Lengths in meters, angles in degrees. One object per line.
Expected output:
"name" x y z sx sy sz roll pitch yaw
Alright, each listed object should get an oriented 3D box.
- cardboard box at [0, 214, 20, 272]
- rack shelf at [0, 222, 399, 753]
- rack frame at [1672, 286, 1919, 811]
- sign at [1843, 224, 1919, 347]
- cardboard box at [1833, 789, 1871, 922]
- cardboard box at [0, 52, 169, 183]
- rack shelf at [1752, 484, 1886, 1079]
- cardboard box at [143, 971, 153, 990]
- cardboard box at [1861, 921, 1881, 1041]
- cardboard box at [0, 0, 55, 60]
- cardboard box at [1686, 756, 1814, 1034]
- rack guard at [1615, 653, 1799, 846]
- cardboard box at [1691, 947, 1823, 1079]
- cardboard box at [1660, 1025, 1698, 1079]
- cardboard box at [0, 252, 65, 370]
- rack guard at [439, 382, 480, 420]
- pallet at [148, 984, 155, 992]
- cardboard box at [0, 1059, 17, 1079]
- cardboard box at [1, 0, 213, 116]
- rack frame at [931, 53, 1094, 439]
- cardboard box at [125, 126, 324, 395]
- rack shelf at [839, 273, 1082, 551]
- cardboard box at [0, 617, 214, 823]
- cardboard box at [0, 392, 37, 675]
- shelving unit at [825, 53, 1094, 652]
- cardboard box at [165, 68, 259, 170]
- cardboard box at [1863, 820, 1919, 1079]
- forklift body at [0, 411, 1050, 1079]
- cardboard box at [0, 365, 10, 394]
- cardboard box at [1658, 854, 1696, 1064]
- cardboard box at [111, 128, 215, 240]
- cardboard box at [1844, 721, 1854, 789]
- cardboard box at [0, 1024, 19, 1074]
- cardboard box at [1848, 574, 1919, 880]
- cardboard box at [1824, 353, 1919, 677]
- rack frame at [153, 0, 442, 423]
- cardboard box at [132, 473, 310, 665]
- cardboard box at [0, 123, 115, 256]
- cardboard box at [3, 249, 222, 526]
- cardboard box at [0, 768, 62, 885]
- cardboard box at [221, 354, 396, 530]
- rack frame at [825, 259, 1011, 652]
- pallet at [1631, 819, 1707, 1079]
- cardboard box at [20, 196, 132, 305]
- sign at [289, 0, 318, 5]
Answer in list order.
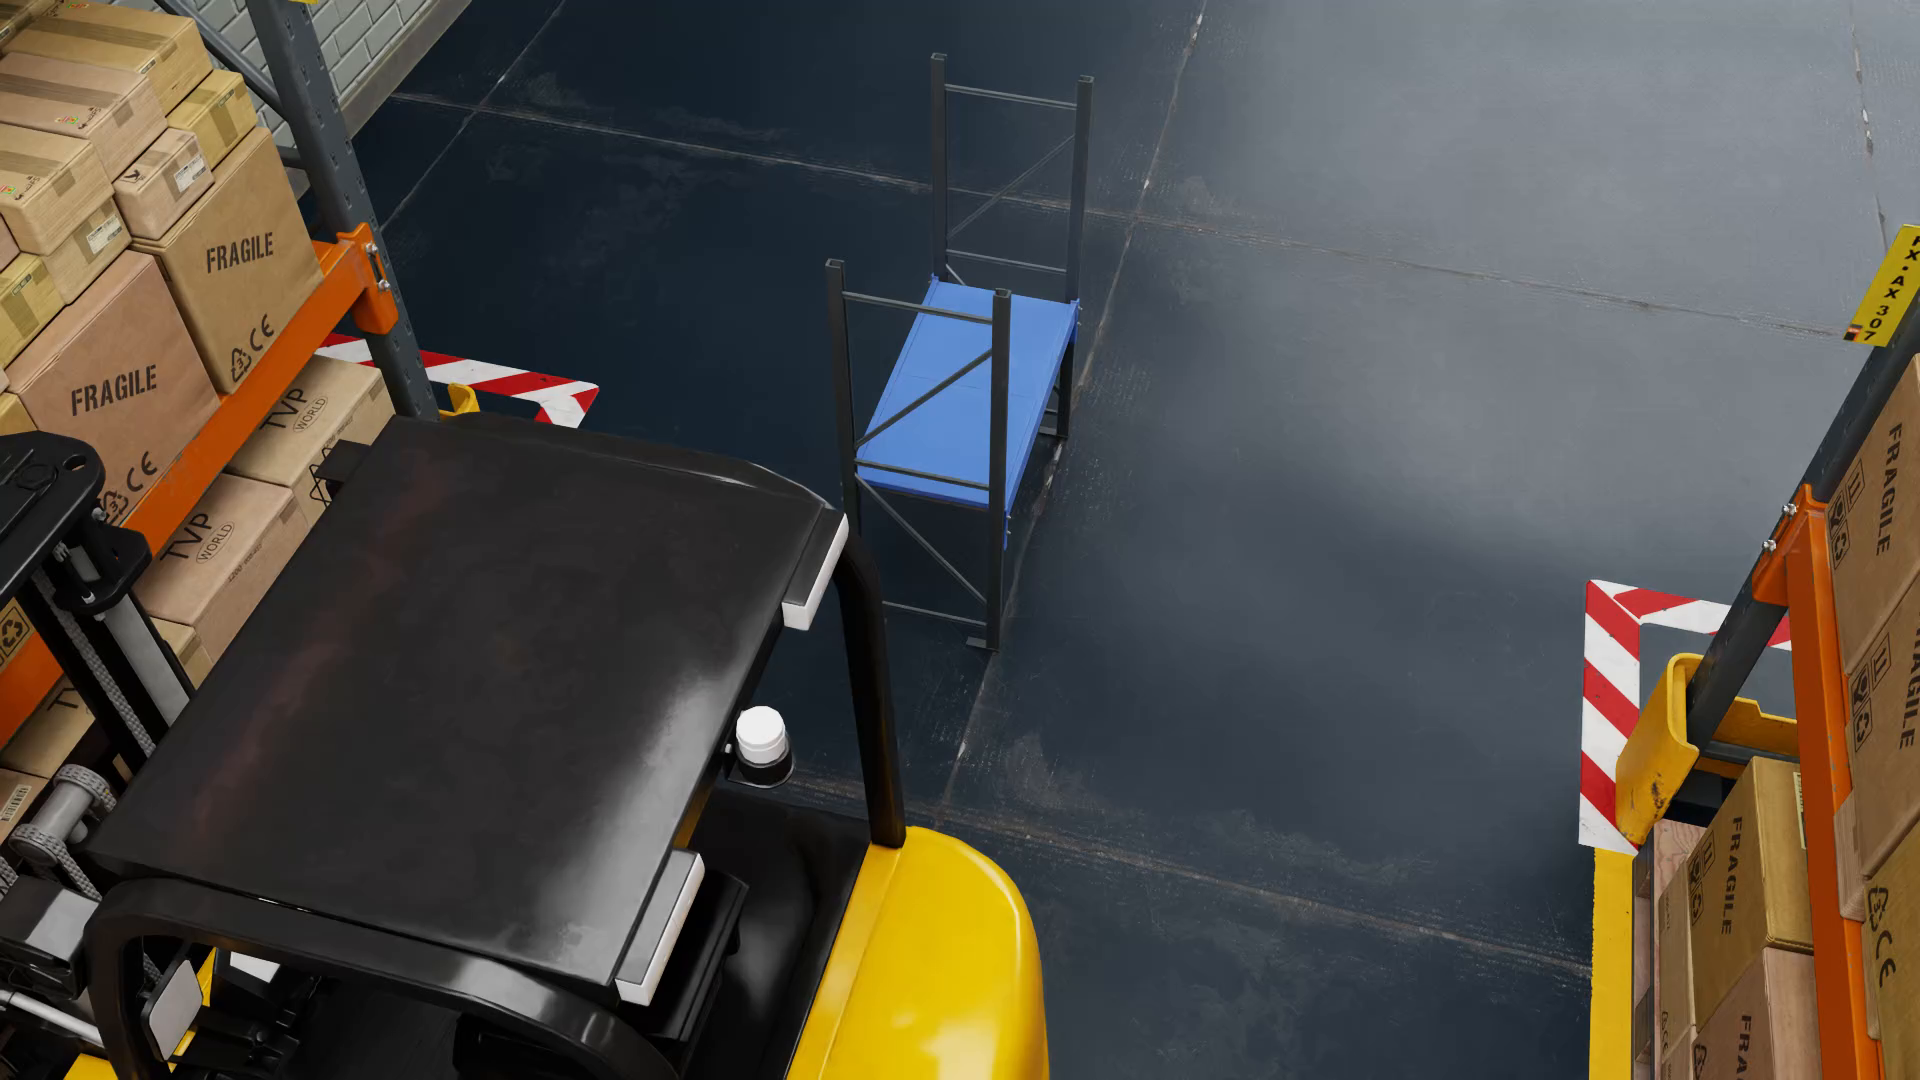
"cardboard box" -2.311 -0.640 3.617 0.380 0.149 0.250 12 50 10
"rack shelf" -2.731 0.546 3.748 1.077 0.370 4.000 12 50 10
"rack frame" 2.585 -0.162 3.893 1.000 3.000 0.127 12 50 10
"sign" 2.061 -0.556 3.662 0.100 0.325 0.005 12 50 10
"cardboard box" 1.984 0.661 3.333 0.380 0.149 0.250 12 50 11
"cardboard box" -2.131 -1.000 3.934 0.380 0.149 0.250 12 50 10
"rack shelf" 2.058 1.522 2.886 1.077 0.370 4.000 12 50 10
"cardboard box" -2.419 1.132 4.304 0.500 0.250 0.500 13 50 11
"cardboard box" 1.948 0.855 3.162 0.380 0.149 0.250 13 50 11
"cardboard box" -2.499 -1.285 4.185 0.380 0.149 0.250 11 49 9
"cardboard box" 2.100 0.907 4.003 0.500 0.500 0.500 10 49 9
"rack guard" 2.565 0.720 4.781 1.175 0.500 0.348 12 50 10
"cardboard box" 1.967 1.286 3.668 0.500 0.500 0.500 10 49 9
"cardboard box" 1.964 1.505 3.975 0.500 0.250 0.500 13 50 11
"cardboard box" -2.268 -0.537 3.724 0.380 0.149 0.250 11 50 10
"rack guard" -2.199 -0.329 5.707 1.175 0.500 0.348 12 50 10
"pallet" -2.689 1.225 4.528 1.003 0.211 1.213 12 50 10
"cardboard box" -2.558 1.345 3.783 0.500 0.250 0.500 11 50 10
"cardboard box" -2.096 -1.185 4.097 0.380 0.149 0.250 12 50 10
"rack frame" 0.156 -0.926 5.567 0.500 1.500 0.032 12 50 10
"cardboard box" -2.081 -0.764 4.357 0.500 0.500 0.500 11 49 9
"rack shelf" 0.022 -0.439 5.377 0.538 0.185 1.000 12 50 10
"cardboard box" -2.277 0.433 4.254 0.500 0.250 0.500 12 50 11
"cardboard box" -2.361 -0.020 3.701 0.500 0.500 0.500 11 49 9
"shelving unit" 0.022 -0.558 5.242 0.538 1.500 1.048 12 50 10
"cardboard box" -2.026 -1.081 4.204 0.380 0.149 0.250 12 50 11
"cardboard box" 1.926 0.738 2.833 0.500 0.500 0.500 11 49 9
"forklift body" -0.944 0.873 3.545 2.313 2.155 1.214 12 50 10
"cardboard box" -2.293 -0.335 3.546 0.380 0.149 0.250 10 49 9
"cardboard box" 2.106 1.137 4.299 0.500 0.250 0.500 11 50 10
"cardboard box" -2.064 -0.890 4.036 0.380 0.149 0.250 12 50 11
"cardboard box" 2.095 0.487 3.487 0.380 0.149 0.250 10 49 9
"cardboard box" -2.425 0.979 4.105 0.500 0.250 0.500 11 50 10
"cardboard box" 2.059 0.369 3.158 0.500 0.500 0.500 13 50 11
"cardboard box" 2.193 -0.006 3.490 0.500 0.500 0.500 11 49 9
"rack frame" -2.205 -1.139 4.755 1.000 3.000 0.127 12 50 10
"cardboard box" -2.154 0.066 4.578 0.500 0.250 0.500 12 50 11
"cardboard box" -2.174 -0.805 3.763 0.380 0.149 0.250 13 50 11
"cardboard box" -2.227 -0.391 4.028 0.500 0.500 0.500 13 50 11
"cardboard box" -2.418 0.798 3.932 0.500 0.250 0.500 11 49 9
"cardboard box" -2.025 -0.304 4.905 0.500 0.250 0.500 13 50 11
"rack frame" -0.111 -0.190 4.918 0.500 1.500 0.032 12 50 10
"pallet" 2.317 1.396 4.377 1.003 0.211 1.213 12 50 10
"cardboard box" -2.192 -0.714 3.881 0.380 0.149 0.250 12 50 11
"sign" -1.685 -1.484 4.128 0.100 0.325 0.005 12 50 10
